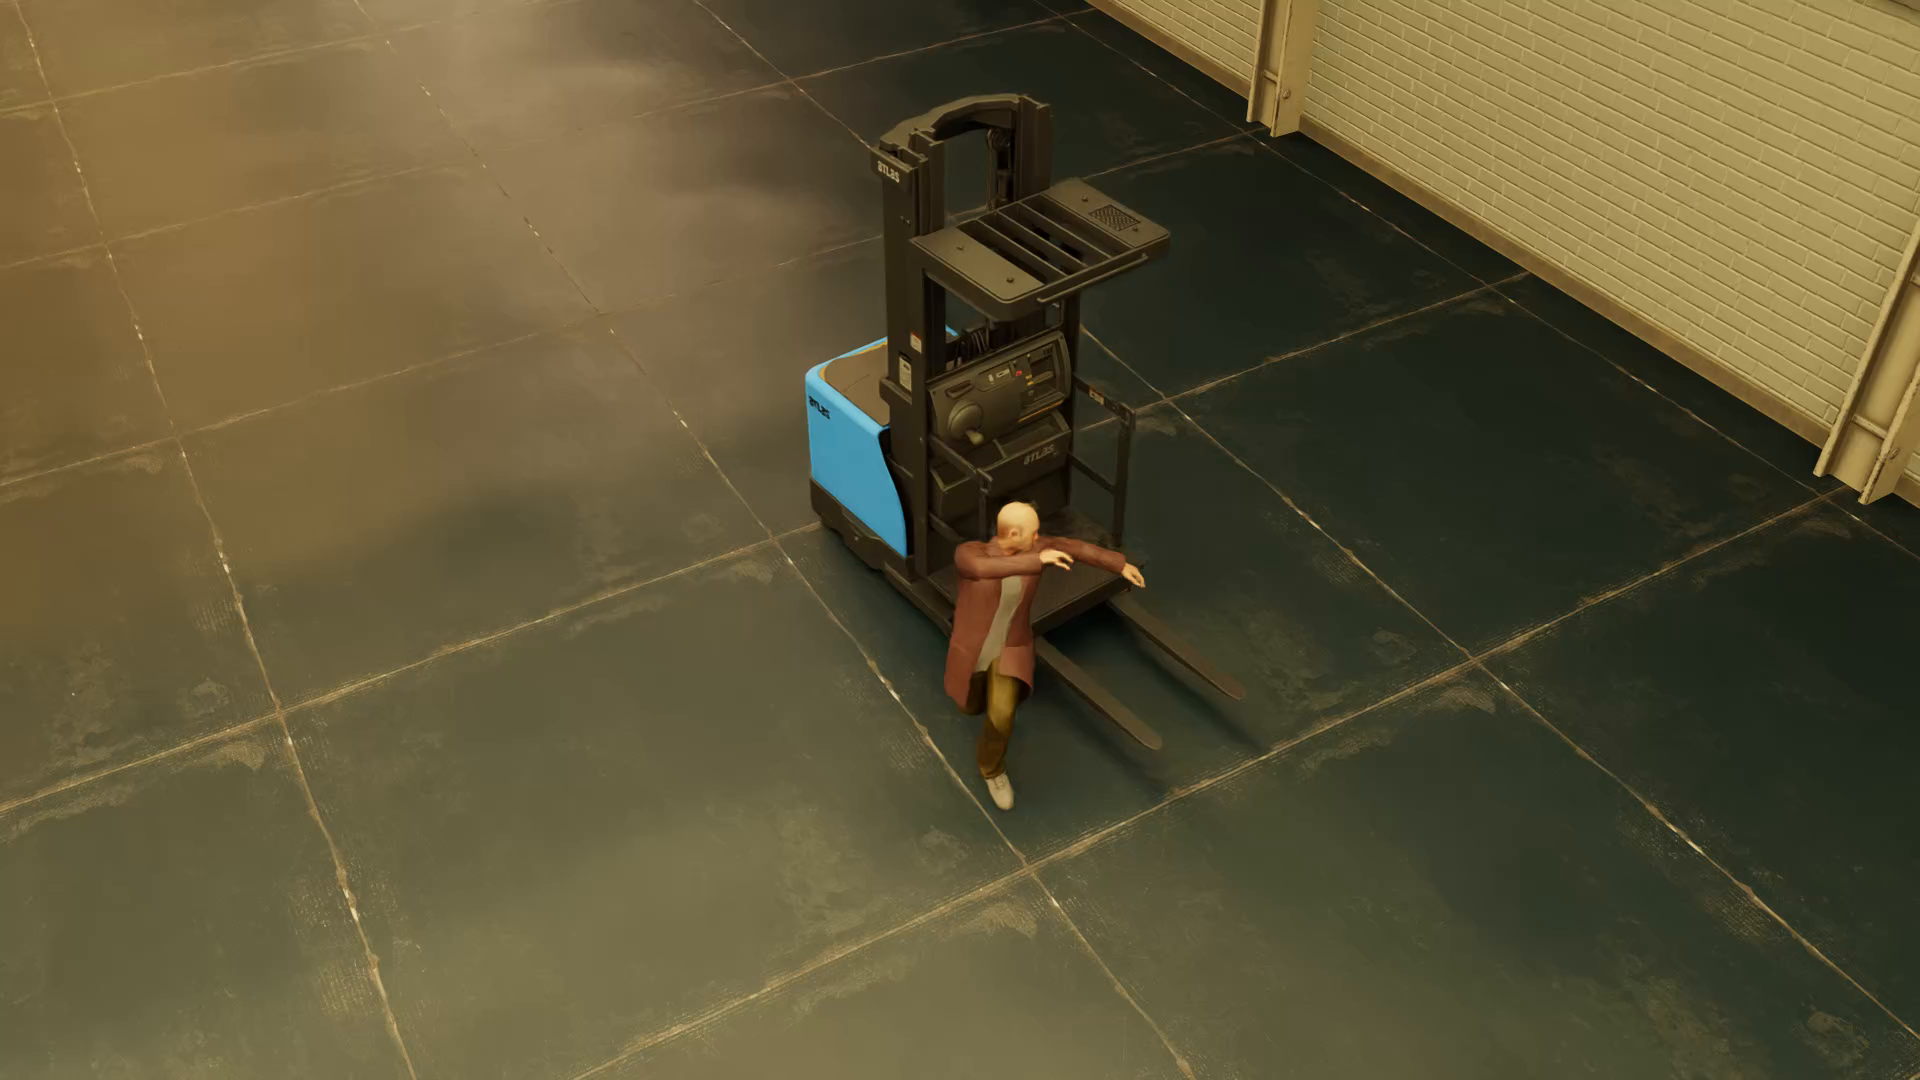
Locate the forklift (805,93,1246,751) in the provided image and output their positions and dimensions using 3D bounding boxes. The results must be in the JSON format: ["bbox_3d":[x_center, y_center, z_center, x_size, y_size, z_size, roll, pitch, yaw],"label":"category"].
[{"bbox_3d":[0.359,-0.753,8.944,1.130,2.935,3.031,-26,46,-28],"label":"forklift"}]

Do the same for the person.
[{"bbox_3d":[0.435,0.517,8.484,1.046,1.467,1.022,1,40,1],"label":"person"}]
